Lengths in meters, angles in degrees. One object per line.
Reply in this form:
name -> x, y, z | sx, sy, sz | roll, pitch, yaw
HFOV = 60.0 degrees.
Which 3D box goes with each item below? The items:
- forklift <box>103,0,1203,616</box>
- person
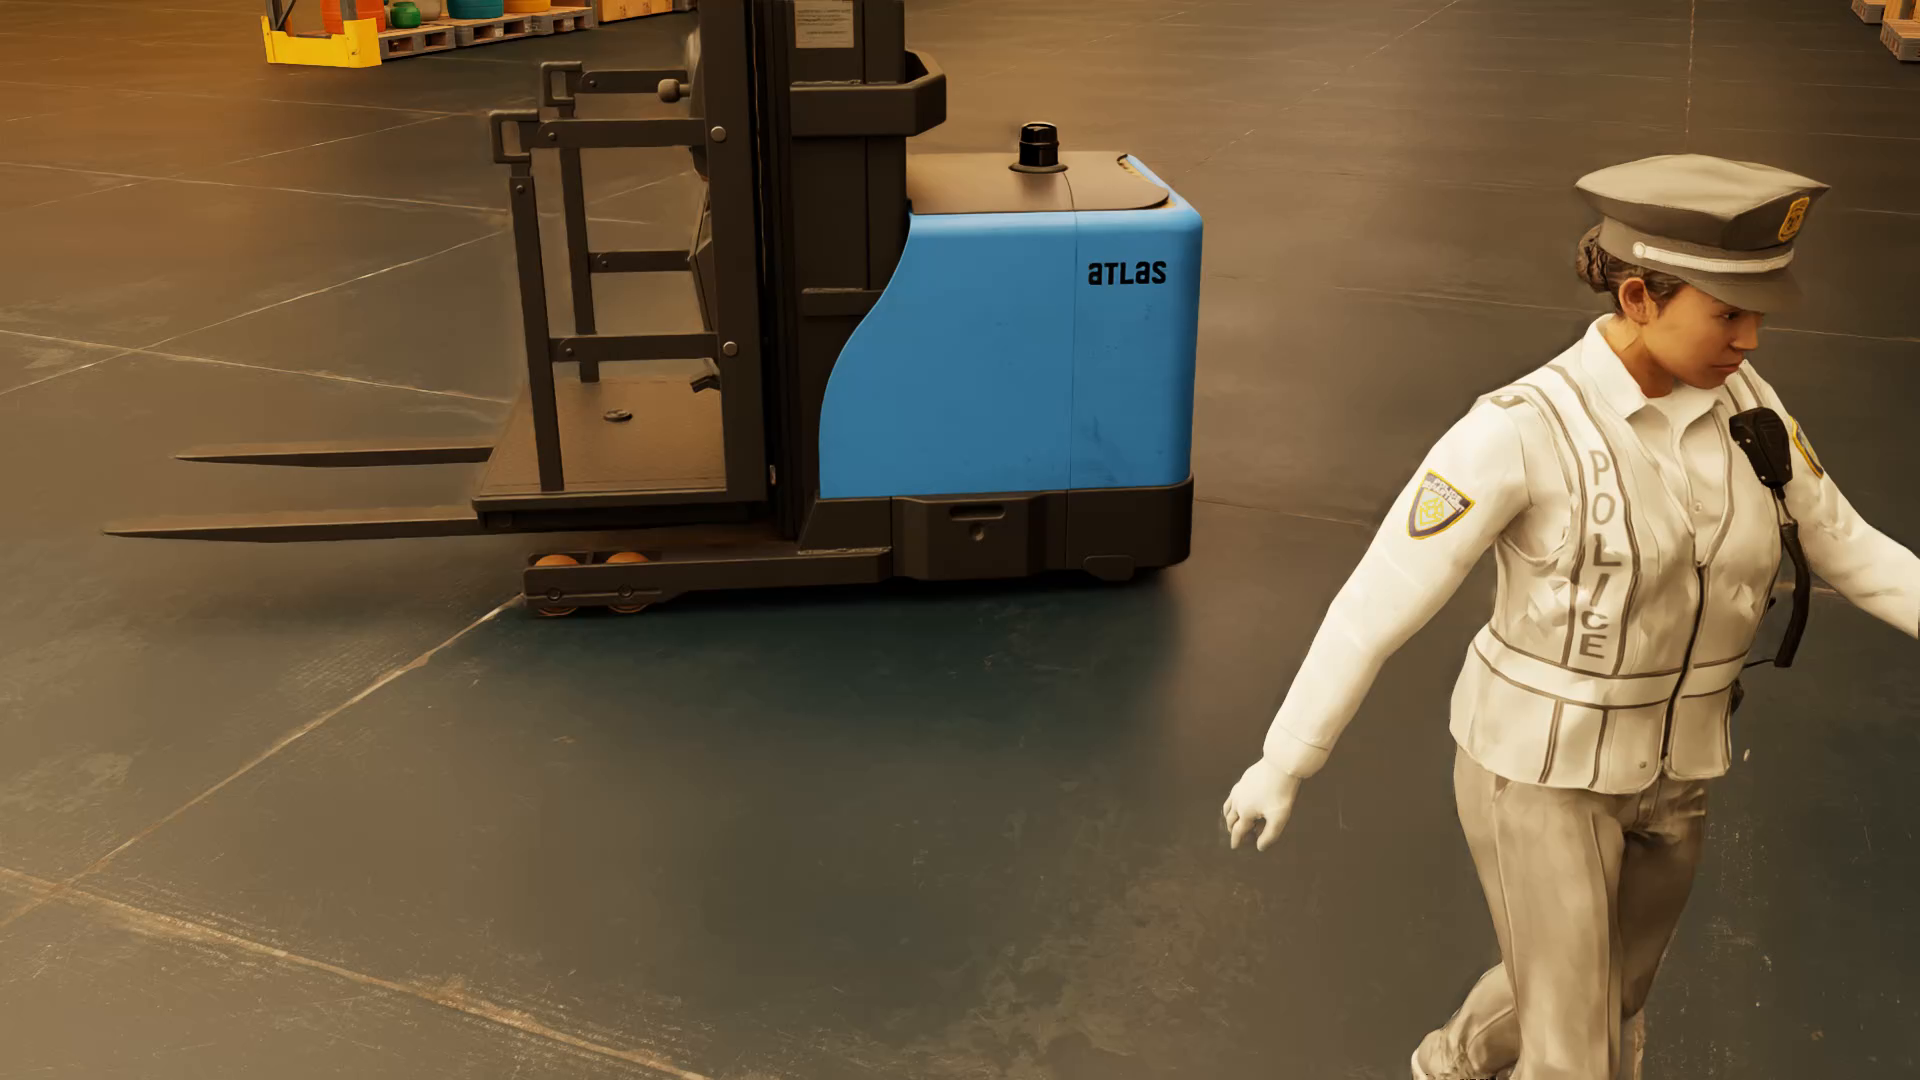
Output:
forklift -> -0.885, -1.356, 4.537 | 3.031, 2.935, 1.130 | -2, 23, -5
person -> 0.828, 0.330, 2.194 | 0.879, 1.650, 0.726 | -9, 24, -20
